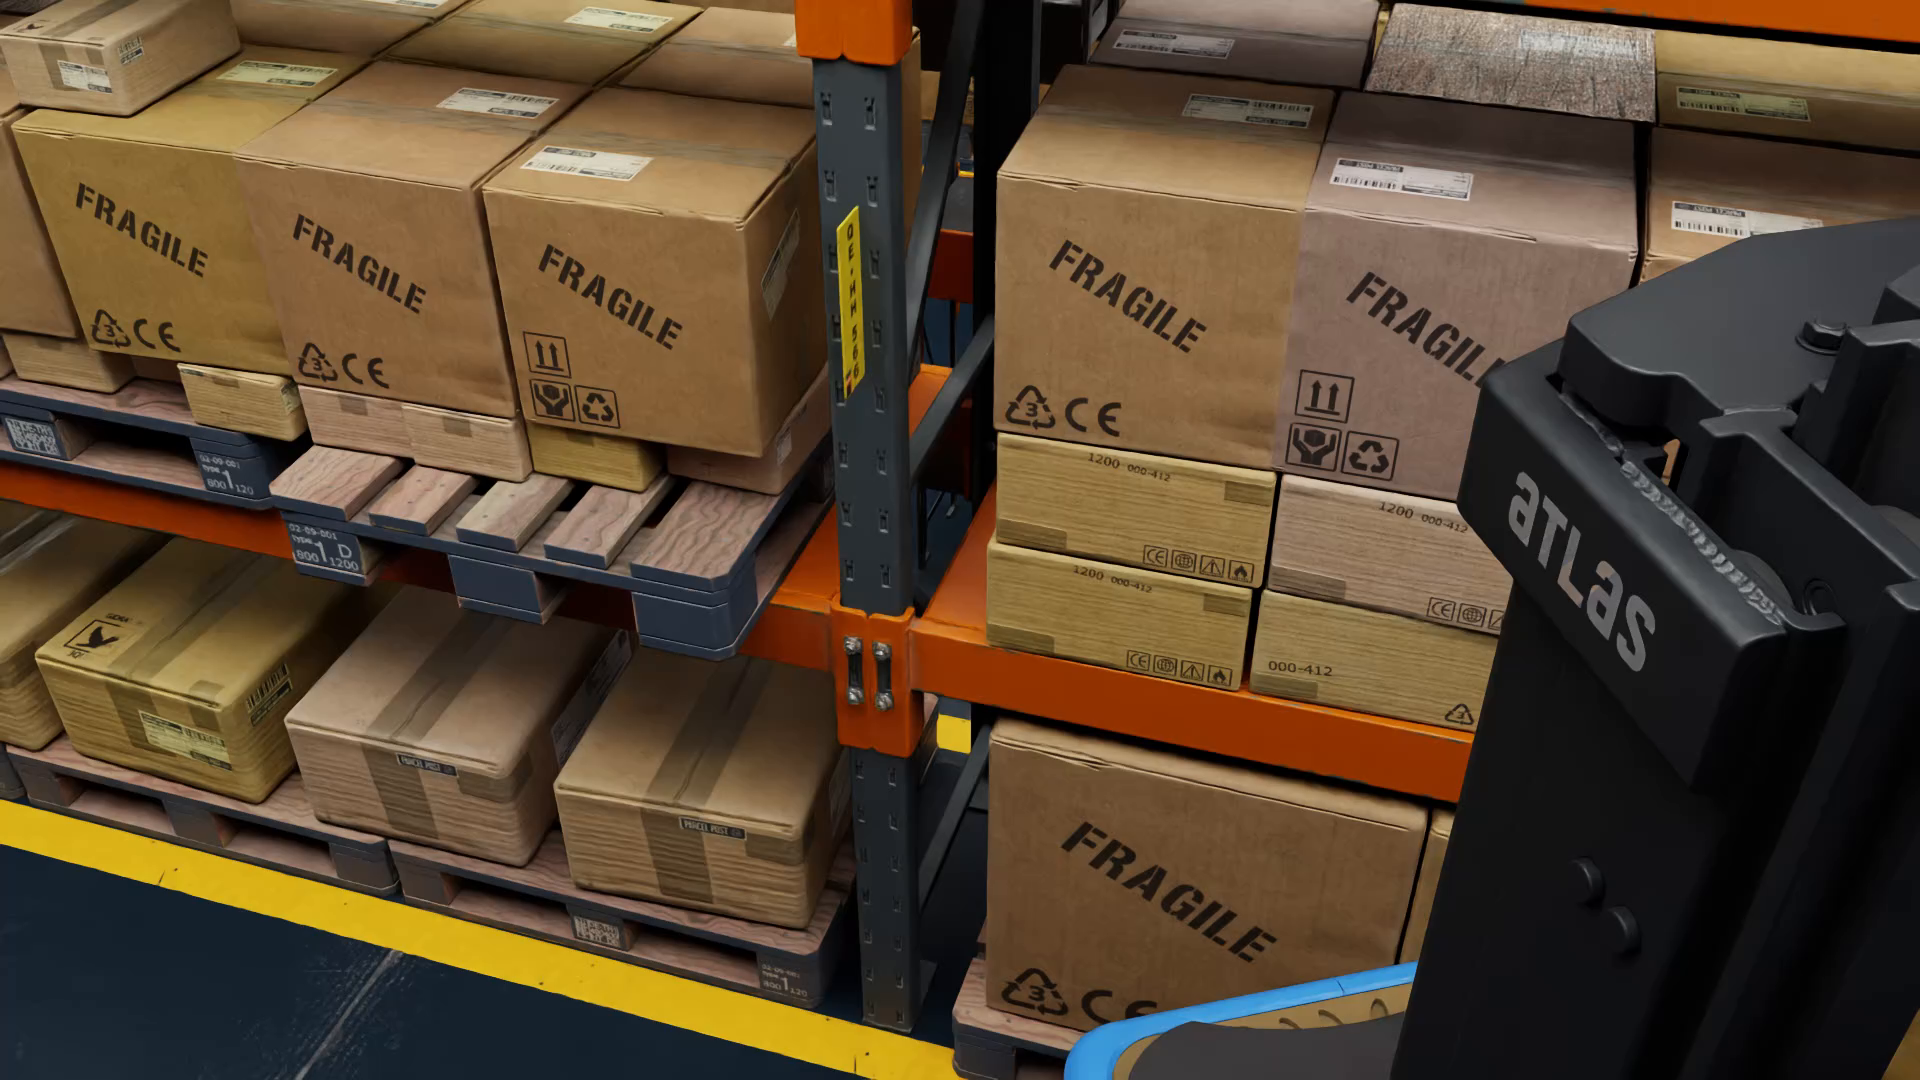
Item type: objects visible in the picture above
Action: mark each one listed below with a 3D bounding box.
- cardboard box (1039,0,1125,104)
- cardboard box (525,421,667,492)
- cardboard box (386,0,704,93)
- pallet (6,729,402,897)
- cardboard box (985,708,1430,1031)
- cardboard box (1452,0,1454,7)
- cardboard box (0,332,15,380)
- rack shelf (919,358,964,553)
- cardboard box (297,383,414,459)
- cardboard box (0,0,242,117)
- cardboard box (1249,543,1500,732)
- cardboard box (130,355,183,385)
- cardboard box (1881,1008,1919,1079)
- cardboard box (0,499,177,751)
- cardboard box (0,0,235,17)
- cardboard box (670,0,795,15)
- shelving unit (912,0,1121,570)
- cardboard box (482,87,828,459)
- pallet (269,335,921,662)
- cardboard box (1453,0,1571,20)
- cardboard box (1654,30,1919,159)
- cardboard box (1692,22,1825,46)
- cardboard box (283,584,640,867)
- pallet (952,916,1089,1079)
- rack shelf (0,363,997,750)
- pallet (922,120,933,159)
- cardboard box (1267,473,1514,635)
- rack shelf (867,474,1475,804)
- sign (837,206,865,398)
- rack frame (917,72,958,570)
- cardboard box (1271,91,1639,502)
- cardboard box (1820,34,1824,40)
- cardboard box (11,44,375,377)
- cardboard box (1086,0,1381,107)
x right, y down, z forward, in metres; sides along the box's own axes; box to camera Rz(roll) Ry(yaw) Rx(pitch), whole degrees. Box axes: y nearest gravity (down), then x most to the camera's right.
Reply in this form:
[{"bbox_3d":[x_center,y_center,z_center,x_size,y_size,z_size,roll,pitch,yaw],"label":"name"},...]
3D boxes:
[{"bbox_3d":[0.792,-2.521,8.188,0.750,0.750,1.050,10,38,13],"label":"cardboard box"},{"bbox_3d":[-0.693,-0.280,3.458,0.250,0.149,0.380,11,38,15],"label":"cardboard box"},{"bbox_3d":[-0.893,-0.909,3.764,0.500,0.500,0.500,12,38,16],"label":"cardboard box"},{"bbox_3d":[-1.939,0.487,4.911,1.213,0.211,1.003,10,38,14],"label":"pallet"},{"bbox_3d":[0.602,0.575,3.877,0.875,0.875,0.875,10,38,13],"label":"cardboard box"},{"bbox_3d":[2.078,-2.591,7.862,0.500,0.250,0.500,10,37,13],"label":"cardboard box"},{"bbox_3d":[-2.182,-0.533,3.802,0.250,0.149,0.380,12,38,16],"label":"cardboard box"},{"bbox_3d":[0.158,-0.242,5.511,0.480,0.518,0.431,10,38,14],"label":"rack shelf"},{"bbox_3d":[-1.185,-0.348,3.550,0.250,0.149,0.380,9,37,12],"label":"cardboard box"},{"bbox_3d":[-1.679,-1.001,3.342,0.250,0.149,0.380,9,37,12],"label":"cardboard box"},{"bbox_3d":[0.855,0.089,3.225,0.500,0.250,0.500,9,37,13],"label":"cardboard box"},{"bbox_3d":[-1.654,-0.505,3.763,0.250,0.149,0.380,11,38,14],"label":"cardboard box"},{"bbox_3d":[2.305,0.893,3.444,0.875,0.875,0.875,12,38,15],"label":"cardboard box"},{"bbox_3d":[-2.662,0.118,4.922,0.625,0.372,0.950,13,38,17],"label":"cardboard box"},{"bbox_3d":[-1.877,-1.091,4.013,0.500,0.500,0.500,9,37,12],"label":"cardboard box"},{"bbox_3d":[-0.932,-2.838,8.619,0.750,0.750,1.050,10,38,14],"label":"cardboard box"},{"bbox_3d":[0.158,-0.816,5.088,0.503,2.100,0.431,10,38,14],"label":"shelving unit"},{"bbox_3d":[-0.550,-0.533,3.254,0.500,0.500,0.500,9,37,13],"label":"cardboard box"},{"bbox_3d":[-0.745,-0.269,3.747,1.003,0.211,1.213,10,38,14],"label":"pallet"},{"bbox_3d":[2.417,-2.215,7.351,0.500,0.250,0.500,10,38,13],"label":"cardboard box"},{"bbox_3d":[1.503,-0.603,3.111,0.500,0.500,0.500,11,38,14],"label":"cardboard box"},{"bbox_3d":[3.383,-2.029,7.098,0.500,0.250,0.500,9,37,12],"label":"cardboard box"},{"bbox_3d":[-1.276,0.377,4.570,0.625,0.372,0.950,10,37,13],"label":"cardboard box"},{"bbox_3d":[0.697,1.024,4.180,1.213,0.211,1.003,10,38,14],"label":"pallet"},{"bbox_3d":[-1.942,-0.345,4.295,4.000,0.370,1.077,10,38,14],"label":"rack shelf"},{"bbox_3d":[-0.544,-2.375,8.799,1.213,0.211,1.003,10,38,14],"label":"pallet"},{"bbox_3d":[0.870,-0.100,3.061,0.500,0.250,0.500,11,38,15],"label":"cardboard box"},{"bbox_3d":[1.876,0.362,3.334,4.000,0.370,1.077,10,38,14],"label":"rack shelf"},{"bbox_3d":[-0.186,-0.407,2.862,0.005,0.325,0.100,10,38,14],"label":"sign"},{"bbox_3d":[-0.075,-0.860,5.146,0.015,2.100,0.400,10,38,14],"label":"rack frame"},{"bbox_3d":[0.841,-0.416,2.857,0.500,0.500,0.500,11,38,14],"label":"cardboard box"},{"bbox_3d":[4.029,-2.230,7.371,0.500,0.250,0.500,12,38,15],"label":"cardboard box"},{"bbox_3d":[-1.528,-0.707,3.490,0.500,0.500,0.500,8,37,11],"label":"cardboard box"},{"bbox_3d":[0.539,-0.780,3.352,0.500,0.500,0.500,10,37,13],"label":"cardboard box"}]
